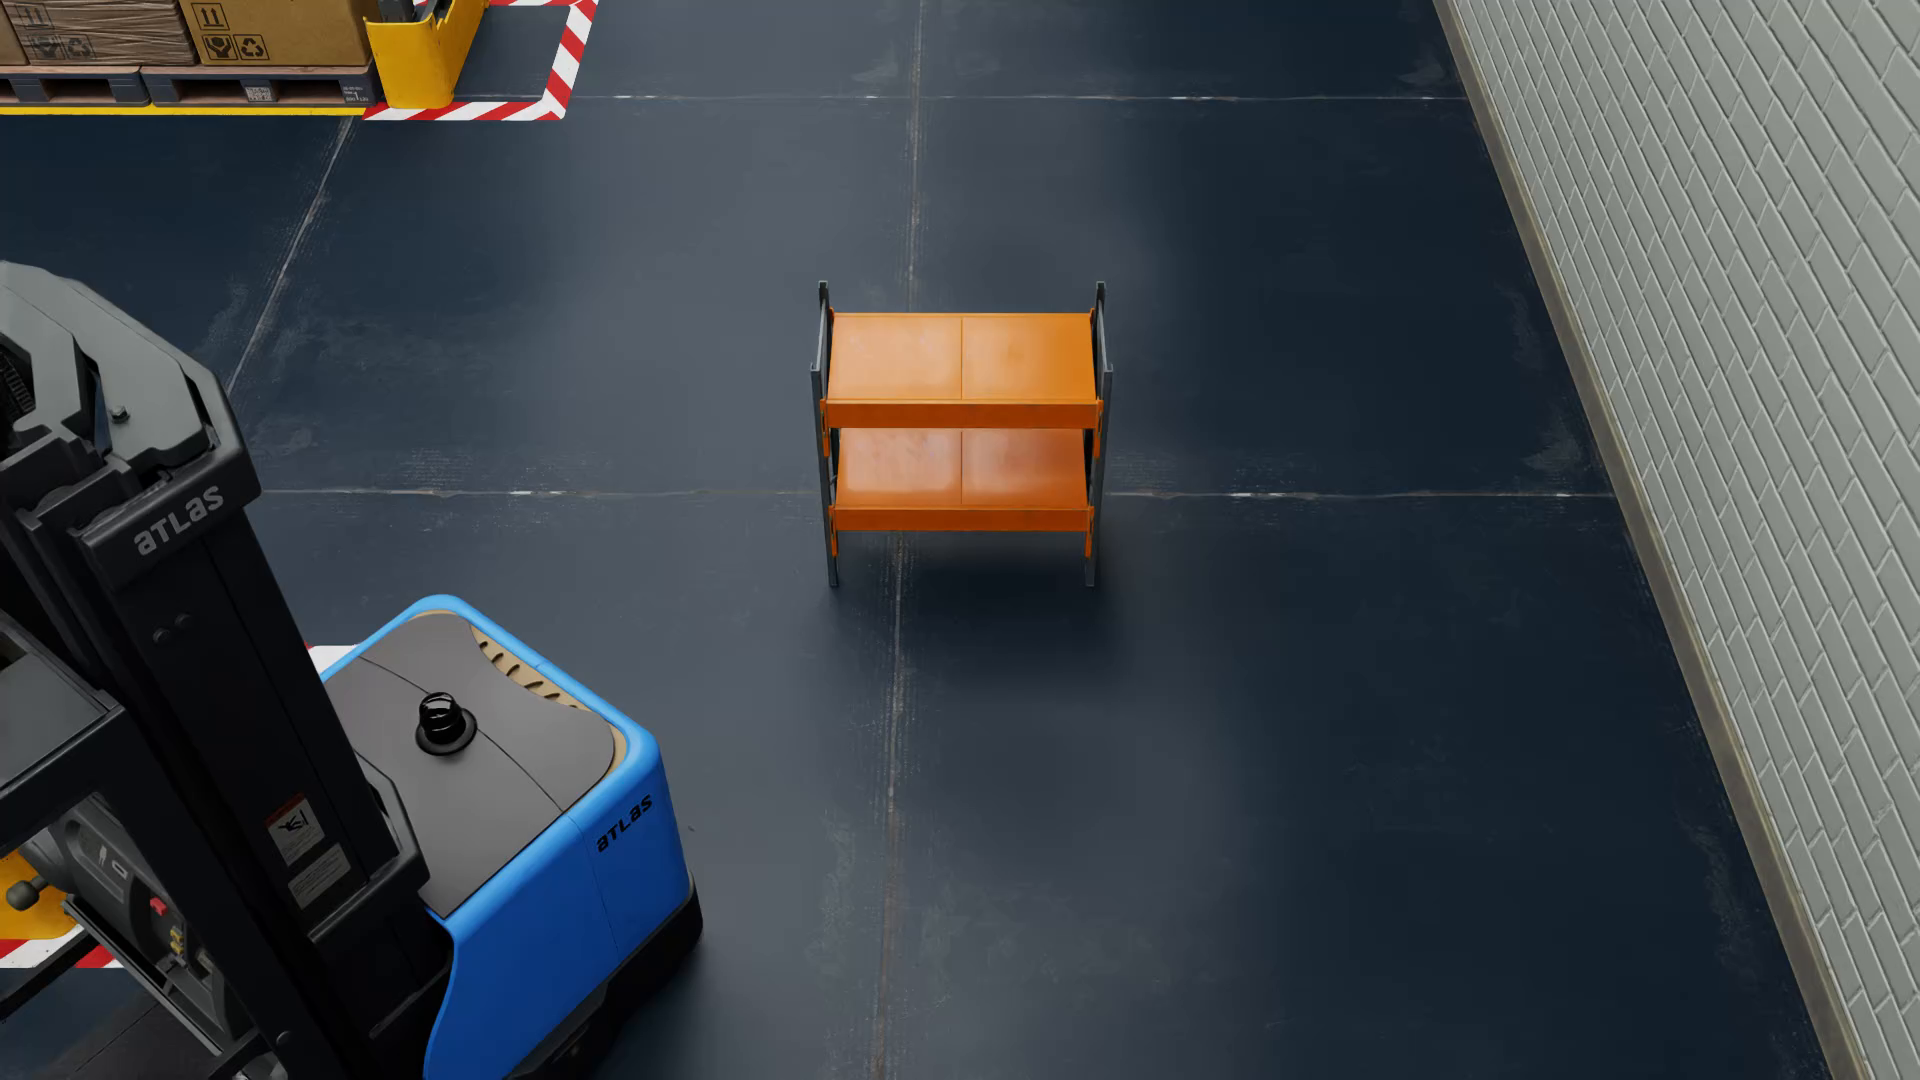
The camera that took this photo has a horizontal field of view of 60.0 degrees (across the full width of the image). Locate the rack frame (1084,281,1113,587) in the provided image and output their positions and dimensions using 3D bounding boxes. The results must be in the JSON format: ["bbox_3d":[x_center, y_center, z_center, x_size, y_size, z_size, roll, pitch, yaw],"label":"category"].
[{"bbox_3d":[0.515,-0.382,6.337,0.032,1.125,0.500,0,47,0],"label":"rack frame"}]

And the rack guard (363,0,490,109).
[{"bbox_3d":[-2.903,-2.905,9.112,0.348,0.500,1.175,0,47,0],"label":"rack guard"}]

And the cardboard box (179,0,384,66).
[{"bbox_3d":[-3.567,-3.119,8.768,0.875,0.875,0.875,0,47,0],"label":"cardboard box"}]

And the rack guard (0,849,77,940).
[{"bbox_3d":[-3.122,0.725,5.733,0.348,0.500,1.175,0,47,0],"label":"rack guard"}]

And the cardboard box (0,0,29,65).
[{"bbox_3d":[-5.367,-3.124,8.773,0.875,0.875,0.875,0,47,0],"label":"cardboard box"}]

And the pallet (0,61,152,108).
[{"bbox_3d":[-4.944,-2.757,9.172,1.213,0.211,1.003,0,47,0],"label":"pallet"}]

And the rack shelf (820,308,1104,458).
[{"bbox_3d":[0.007,-0.583,6.124,1.000,0.278,0.538,0,47,0],"label":"rack shelf"}]

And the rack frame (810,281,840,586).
[{"bbox_3d":[-0.502,-0.385,6.340,0.032,1.125,0.500,0,47,0],"label":"rack frame"}]

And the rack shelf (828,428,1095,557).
[{"bbox_3d":[0.007,-0.217,6.517,1.000,0.278,0.538,0,47,0],"label":"rack shelf"}]

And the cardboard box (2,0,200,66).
[{"bbox_3d":[-4.477,-3.121,8.771,0.875,0.875,0.875,0,47,0],"label":"cardboard box"}]

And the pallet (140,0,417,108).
[{"bbox_3d":[-3.727,-2.751,9.167,1.213,0.211,1.003,0,47,0],"label":"pallet"}]

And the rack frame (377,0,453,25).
[{"bbox_3d":[-2.927,-3.756,8.197,0.127,3.000,1.000,0,47,0],"label":"rack frame"}]

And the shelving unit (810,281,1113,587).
[{"bbox_3d":[0.007,-0.383,6.338,1.048,1.125,0.538,0,47,0],"label":"shelving unit"}]

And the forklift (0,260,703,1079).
[{"bbox_3d":[-2.151,0.942,3.871,1.130,2.935,3.031,30,54,25],"label":"forklift"}]

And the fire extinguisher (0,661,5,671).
[{"bbox_3d":[-2.796,0.366,4.668,0.183,0.674,0.296,0,47,0],"label":"fire extinguisher"}]
